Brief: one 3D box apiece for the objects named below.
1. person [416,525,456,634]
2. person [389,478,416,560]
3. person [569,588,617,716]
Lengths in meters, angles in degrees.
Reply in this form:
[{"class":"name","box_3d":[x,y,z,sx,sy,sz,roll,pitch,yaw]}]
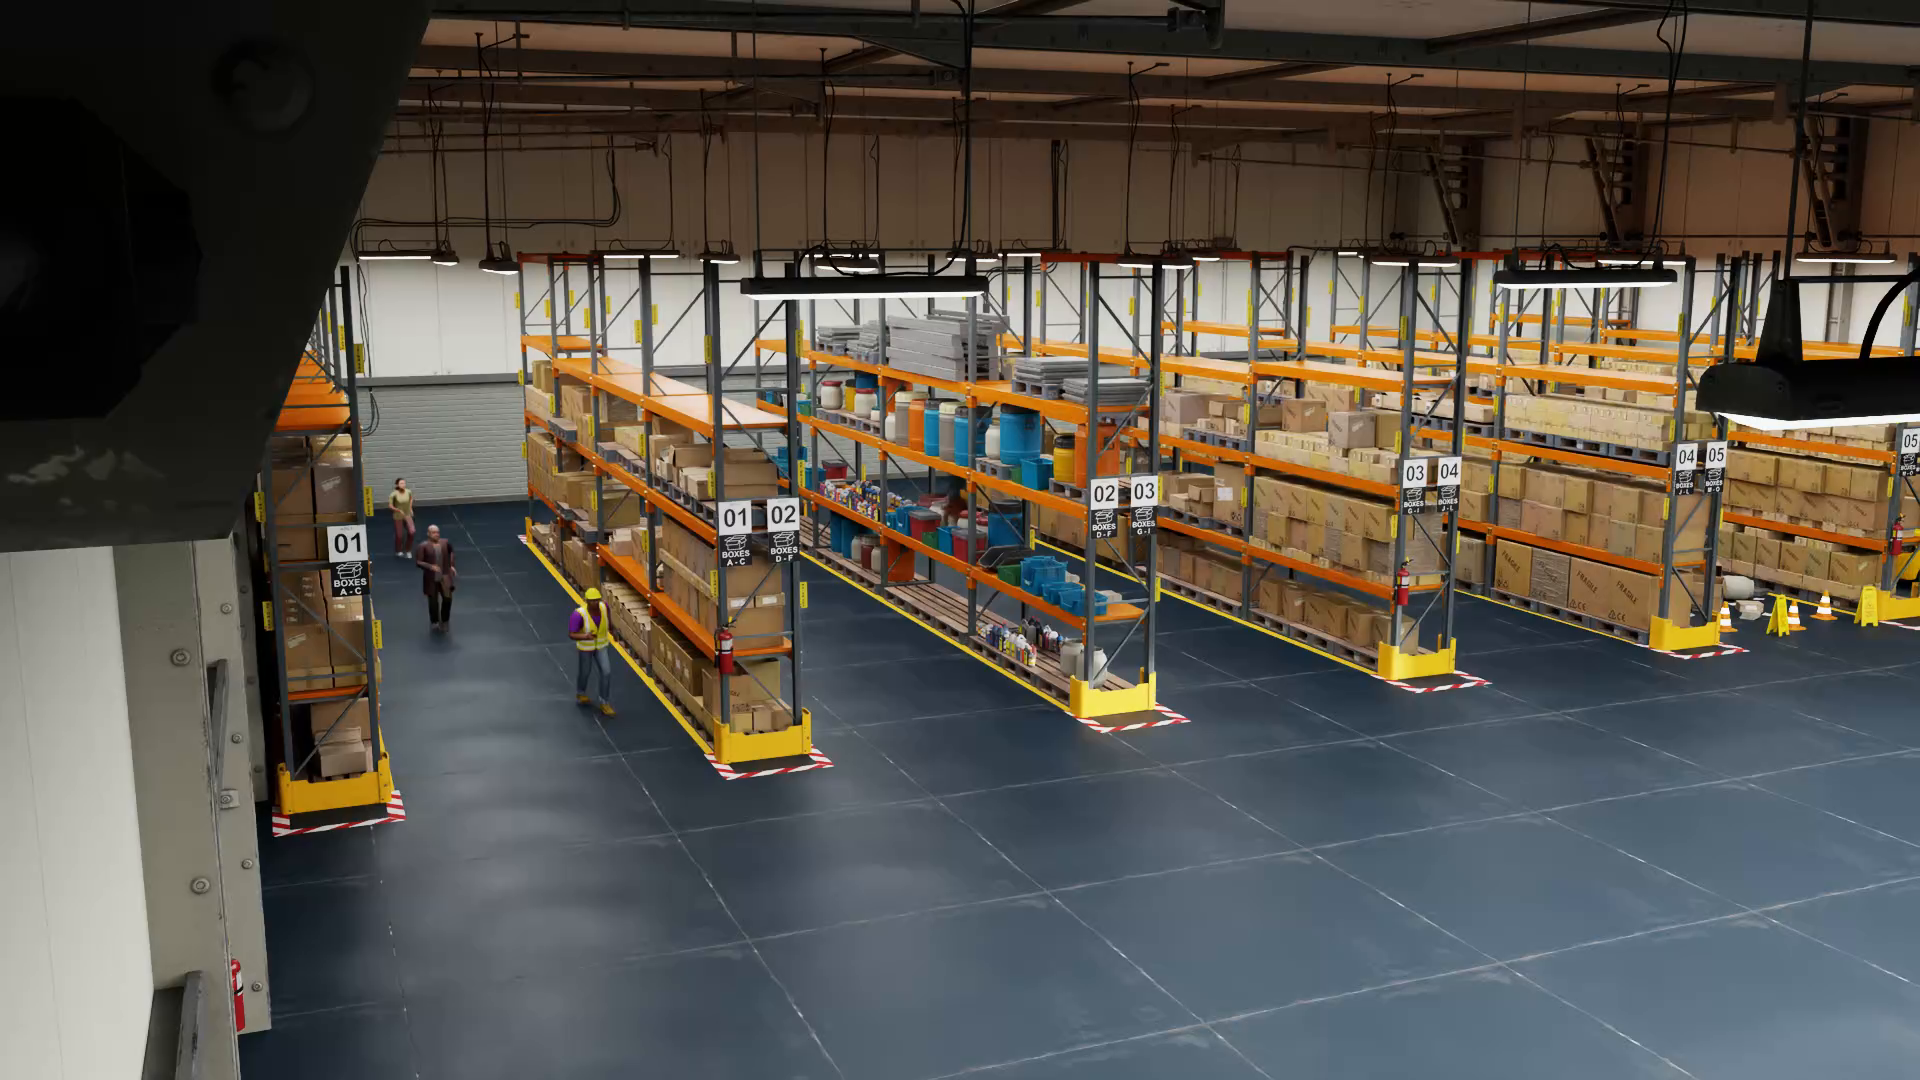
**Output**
[{"class":"person","box_3d":[-8.388,0.635,26.681,0.654,1.780,0.849,-5,12,-26]},{"class":"person","box_3d":[-11.012,-0.428,32.829,0.519,1.646,0.748,-7,13,-35]},{"class":"person","box_3d":[-4.923,1.454,22.299,0.714,1.733,0.985,-6,12,-28]}]
